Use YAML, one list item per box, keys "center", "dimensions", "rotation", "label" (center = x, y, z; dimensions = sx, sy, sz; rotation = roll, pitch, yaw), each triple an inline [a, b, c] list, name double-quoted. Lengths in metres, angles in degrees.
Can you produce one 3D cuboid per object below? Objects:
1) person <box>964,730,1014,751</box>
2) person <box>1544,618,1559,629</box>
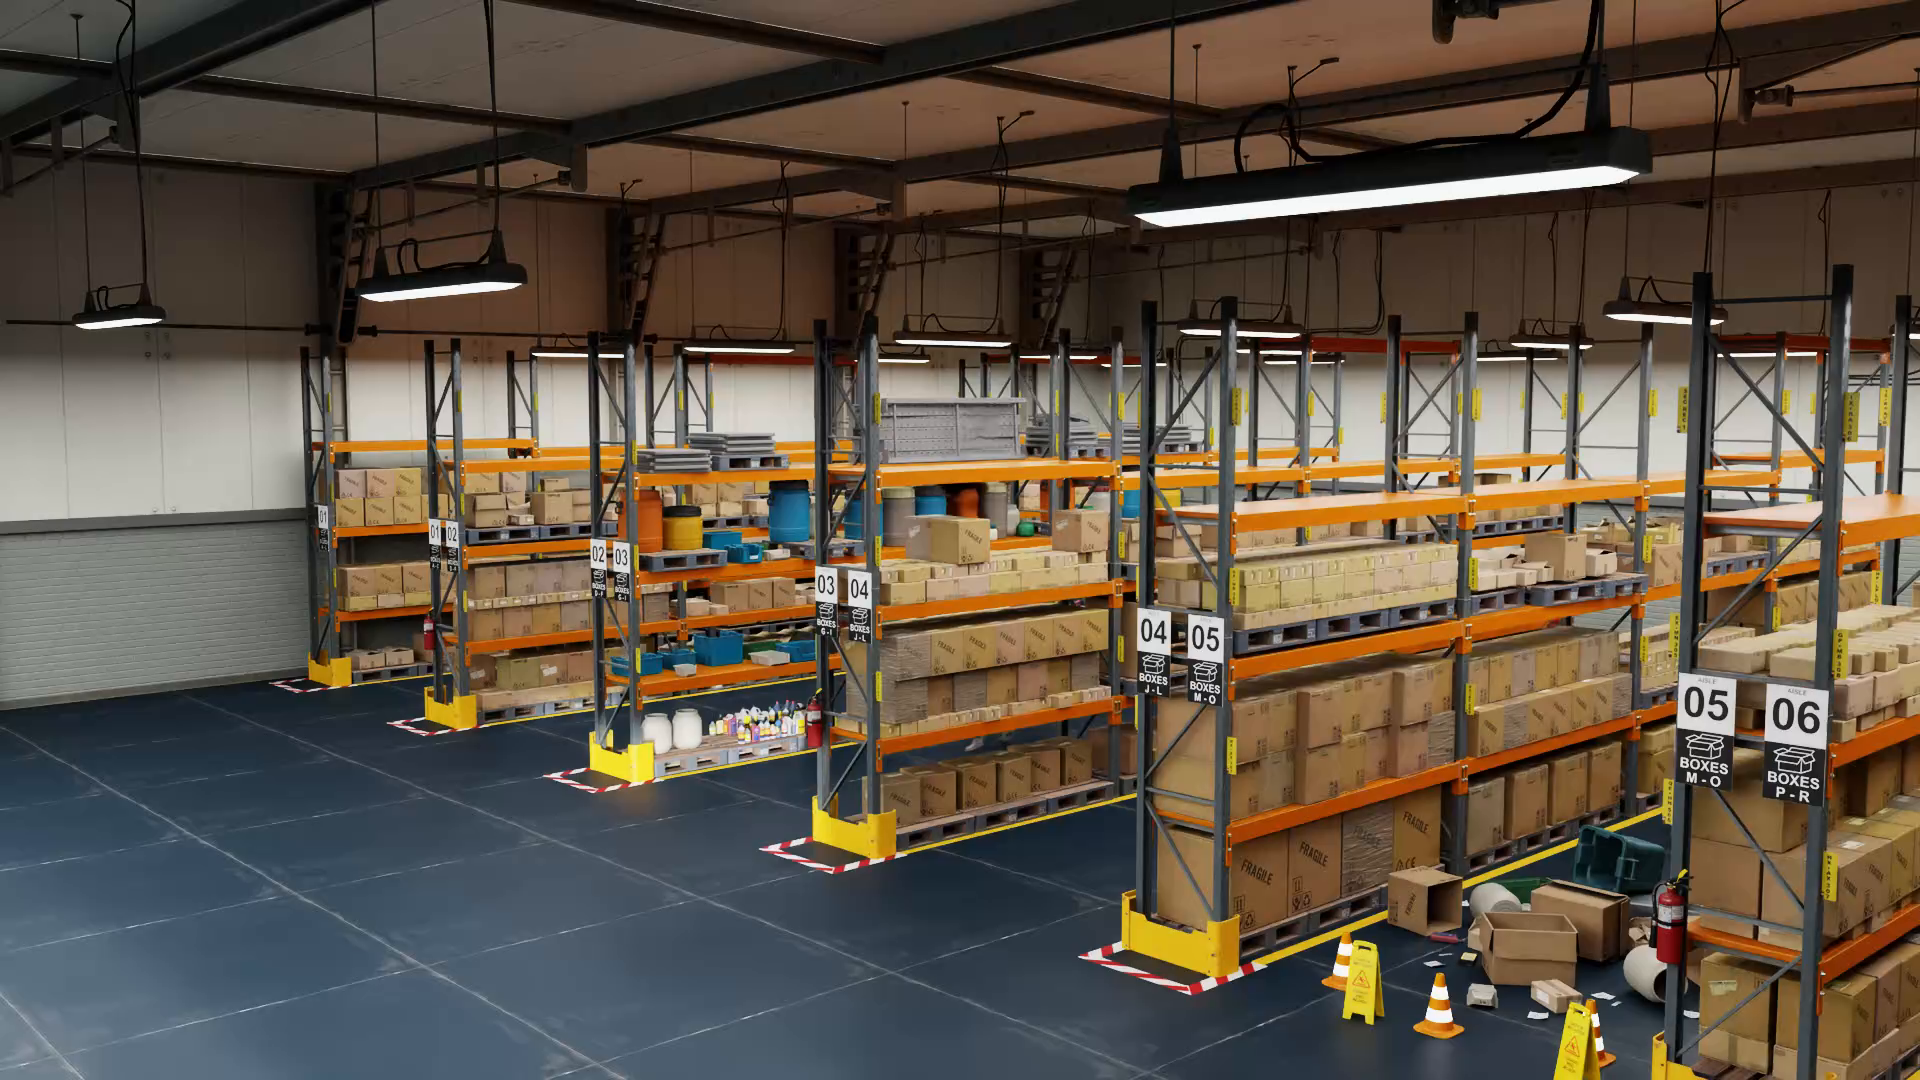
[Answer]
- center: [0.417, 2.219, 24.098]
  dimensions: [1.099, 1.608, 0.703]
  rotation: [-4, 7, -42]
  label: "person"
- center: [9.169, 1.975, 26.043]
  dimensions: [0.794, 1.723, 0.748]
  rotation: [-3, 6, -28]
  label: "person"
